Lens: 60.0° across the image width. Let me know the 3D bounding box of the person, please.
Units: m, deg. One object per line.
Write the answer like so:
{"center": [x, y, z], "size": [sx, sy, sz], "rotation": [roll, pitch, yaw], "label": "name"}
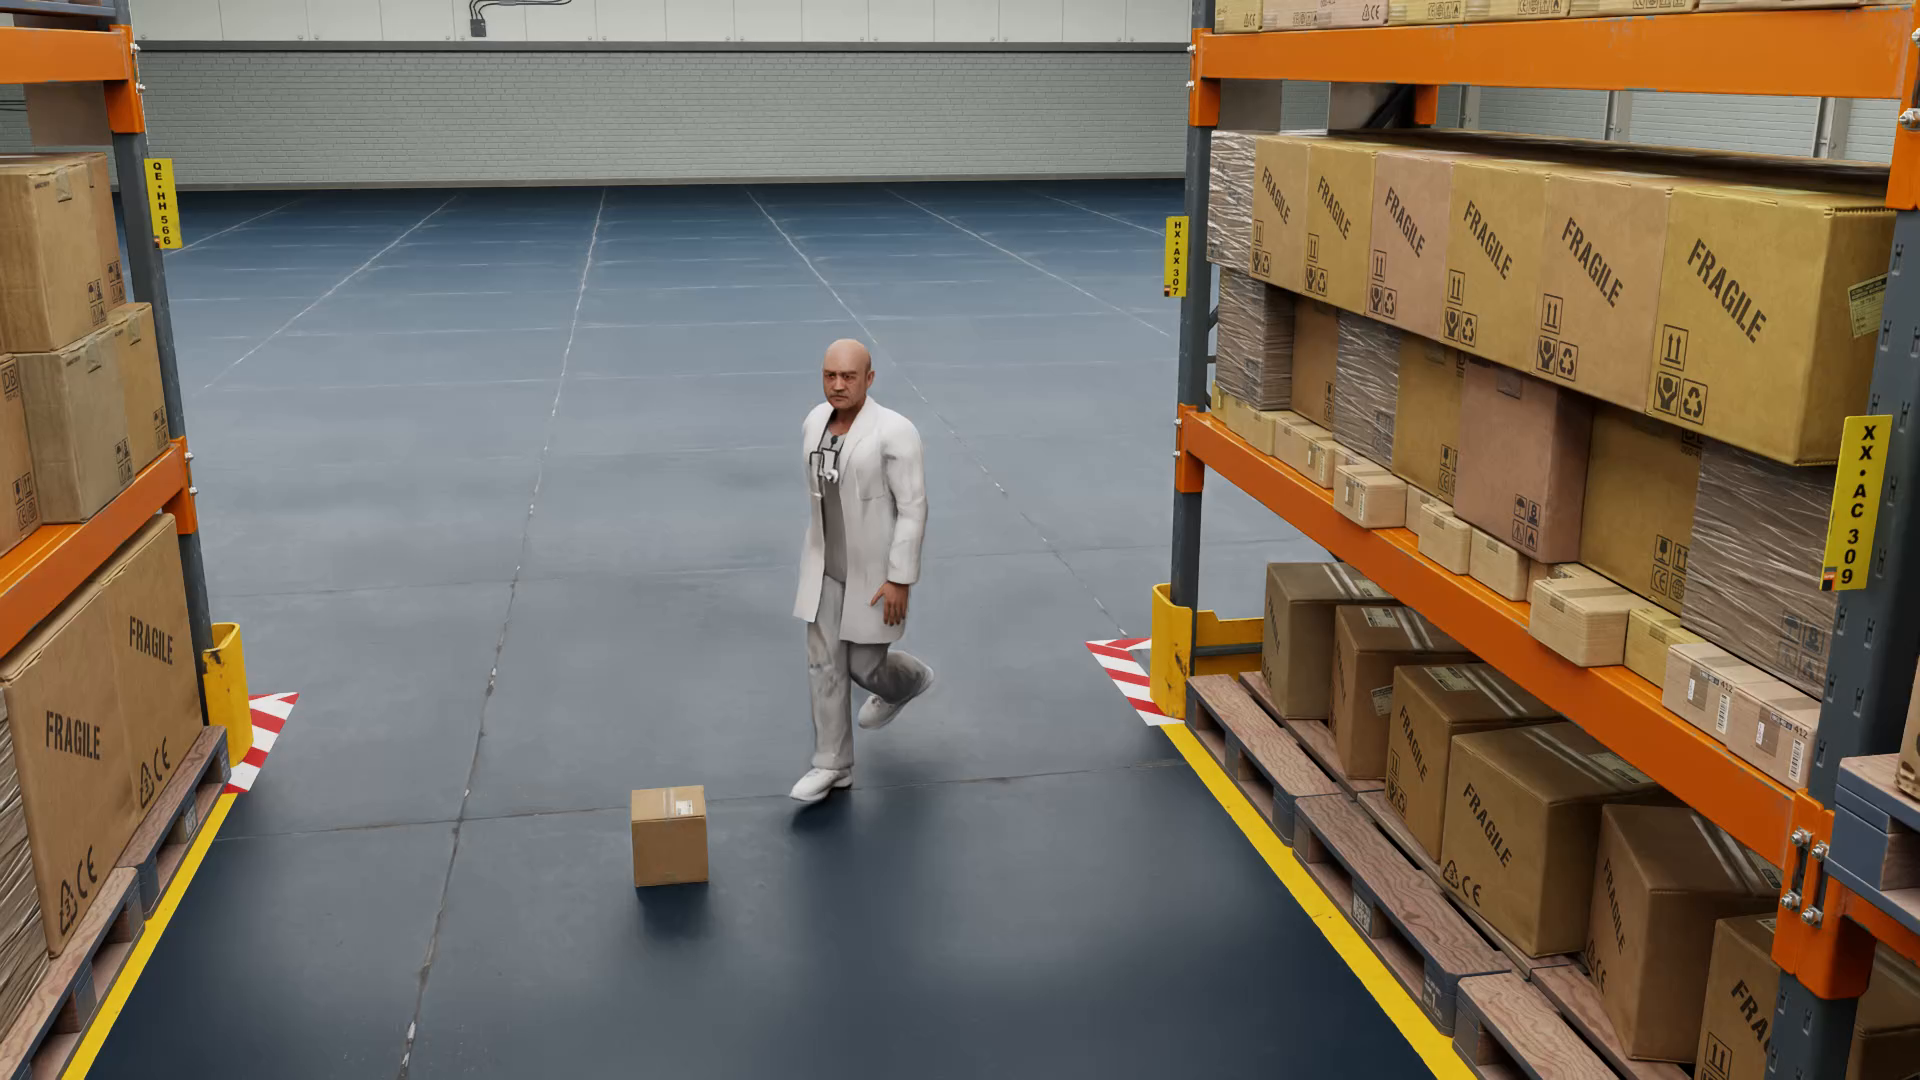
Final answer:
{"center": [-0.339, 0.087, 6.280], "size": [0.655, 1.750, 0.886], "rotation": [10, 19, 31], "label": "person"}
